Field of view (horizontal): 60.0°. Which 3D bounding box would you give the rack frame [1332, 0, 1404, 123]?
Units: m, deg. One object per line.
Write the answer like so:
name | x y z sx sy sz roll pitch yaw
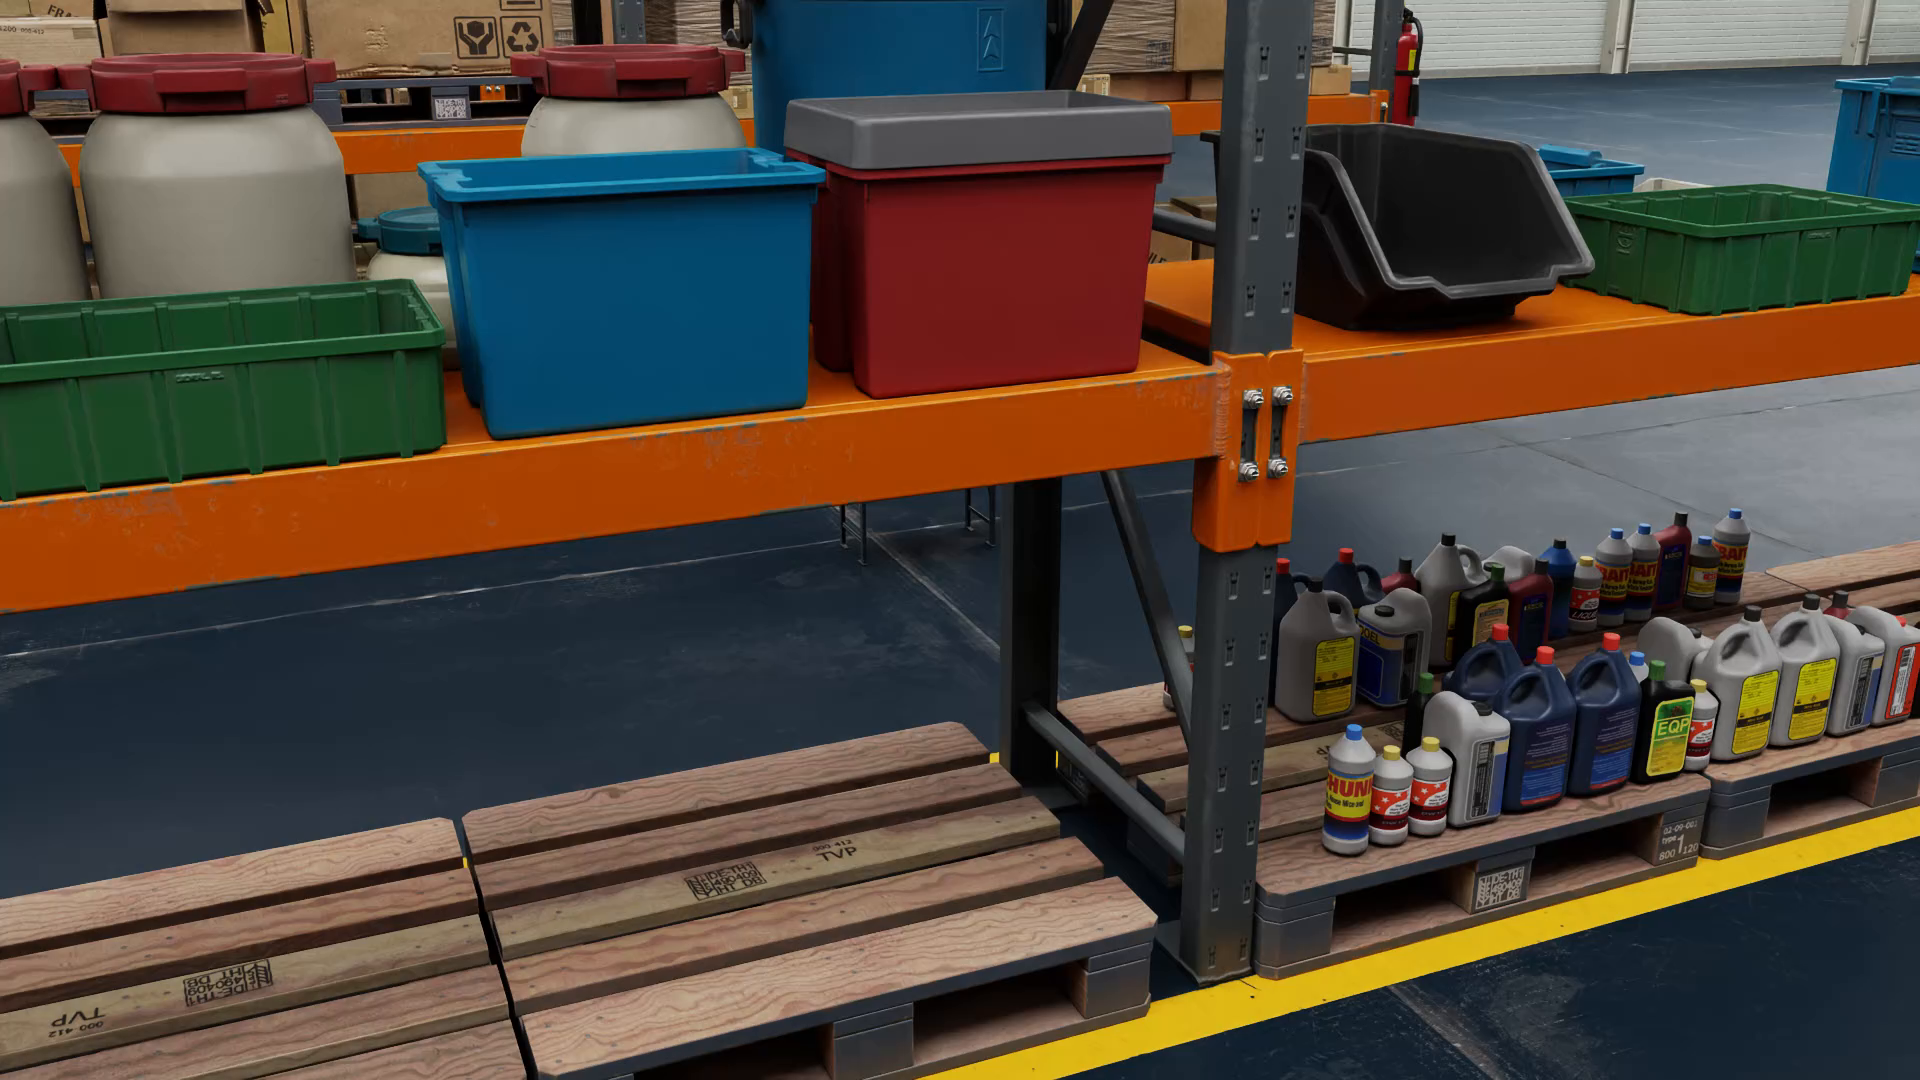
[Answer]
rack frame | 2.061 -2.692 9.152 0.127 3.000 1.000 -8 21 -22

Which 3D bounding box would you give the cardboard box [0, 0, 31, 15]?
cardboard box | -6.171 -3.257 10.606 0.500 0.500 0.500 -8 21 -22

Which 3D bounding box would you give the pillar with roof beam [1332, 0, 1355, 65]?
pillar with roof beam | 7.894 -10.506 22.311 0.400 9.000 9.100 -8 21 -22

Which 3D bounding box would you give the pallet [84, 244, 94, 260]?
pallet | -6.402 -1.931 11.189 1.213 0.211 1.003 -8 21 -22

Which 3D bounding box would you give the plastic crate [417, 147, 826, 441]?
plastic crate | -0.539 -0.408 2.689 0.575 0.384 0.392 -8 21 -22

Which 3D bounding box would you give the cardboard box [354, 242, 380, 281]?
cardboard box | -2.629 -1.063 7.627 0.500 0.500 0.700 -8 21 -22

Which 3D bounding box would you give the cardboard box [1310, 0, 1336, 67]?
cardboard box | 1.546 -2.816 8.904 0.500 0.500 0.875 -8 21 -22

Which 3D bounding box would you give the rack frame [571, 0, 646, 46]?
rack frame | -1.611 -2.166 7.657 0.127 3.000 1.000 -8 21 -22

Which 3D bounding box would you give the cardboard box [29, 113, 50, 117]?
cardboard box | -8.687 -3.692 15.315 0.625 0.372 0.950 -10 22 -26

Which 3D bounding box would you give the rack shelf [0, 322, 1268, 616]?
rack shelf | -1.486 -0.053 2.740 4.000 0.370 1.077 -8 21 -22

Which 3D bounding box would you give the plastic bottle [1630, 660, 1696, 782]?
plastic bottle | 1.597 0.405 3.784 0.133 0.283 0.061 -7 21 -20

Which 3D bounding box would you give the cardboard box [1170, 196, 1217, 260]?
cardboard box | 1.481 -1.634 9.278 0.500 0.500 0.500 -4 20 -12

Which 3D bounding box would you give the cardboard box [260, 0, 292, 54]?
cardboard box | -4.784 -3.456 11.170 0.500 0.500 0.500 -8 21 -21

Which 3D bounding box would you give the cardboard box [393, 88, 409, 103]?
cardboard box | -4.804 -3.827 14.999 0.500 0.500 0.500 -8 21 -22

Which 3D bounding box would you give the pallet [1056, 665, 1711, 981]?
pallet | 0.984 0.584 4.045 1.213 0.211 1.003 -8 21 -22

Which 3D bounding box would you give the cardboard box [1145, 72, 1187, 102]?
cardboard box | 0.961 -2.344 8.540 0.250 0.149 0.380 -8 21 -22

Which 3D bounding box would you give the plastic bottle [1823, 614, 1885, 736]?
plastic bottle | 2.141 0.314 4.053 0.135 0.276 0.152 -9 21 -23

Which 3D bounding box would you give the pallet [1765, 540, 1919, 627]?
pallet | 3.224 0.263 4.957 1.213 0.211 1.003 -8 21 -22

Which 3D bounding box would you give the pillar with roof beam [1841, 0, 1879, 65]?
pillar with roof beam | 18.912 -12.085 26.795 0.400 9.000 9.100 -8 21 -22

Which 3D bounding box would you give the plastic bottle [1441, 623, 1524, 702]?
plastic bottle | 1.199 0.363 3.801 0.185 0.351 0.144 -8 21 -22

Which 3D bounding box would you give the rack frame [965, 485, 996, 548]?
rack frame | 0.072 -0.576 5.852 0.015 1.200 0.240 -8 21 -22

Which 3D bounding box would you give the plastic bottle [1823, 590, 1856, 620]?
plastic bottle | 2.226 0.260 4.196 0.133 0.283 0.061 -8 21 -22

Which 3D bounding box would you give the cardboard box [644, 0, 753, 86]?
cardboard box | -1.174 -2.394 7.706 0.500 0.500 0.875 -8 21 -22

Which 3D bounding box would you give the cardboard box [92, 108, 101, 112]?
cardboard box | -10.004 -5.419 19.840 0.625 0.625 0.875 -7 21 -20

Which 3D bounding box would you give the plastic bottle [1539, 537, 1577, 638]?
plastic bottle | 1.642 0.126 4.593 0.097 0.271 0.097 0 19 0

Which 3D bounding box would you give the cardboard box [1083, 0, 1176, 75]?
cardboard box | 0.658 -2.661 8.464 0.500 0.500 0.875 -8 21 -22

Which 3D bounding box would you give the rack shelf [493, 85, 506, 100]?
rack shelf | -1.647 -3.616 12.857 4.000 0.370 1.077 -8 21 -22

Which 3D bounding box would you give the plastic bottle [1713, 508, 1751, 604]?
plastic bottle | 2.235 0.041 4.835 0.097 0.271 0.097 0 19 0

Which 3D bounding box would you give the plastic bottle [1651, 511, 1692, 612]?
plastic bottle | 2.020 0.060 4.764 0.133 0.283 0.061 -8 21 -21

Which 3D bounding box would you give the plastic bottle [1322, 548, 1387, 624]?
plastic bottle | 1.004 0.188 4.296 0.185 0.351 0.144 -9 21 -25

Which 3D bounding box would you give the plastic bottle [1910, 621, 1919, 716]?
plastic bottle | 2.411 0.288 4.115 0.133 0.283 0.061 -8 21 -21

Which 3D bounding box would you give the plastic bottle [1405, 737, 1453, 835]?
plastic bottle | 1.003 0.522 3.575 0.097 0.201 0.097 0 19 0

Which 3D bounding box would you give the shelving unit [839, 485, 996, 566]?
shelving unit | -0.152 -0.544 5.761 0.503 1.200 0.258 -8 21 -22

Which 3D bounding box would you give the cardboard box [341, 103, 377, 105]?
cardboard box | -6.017 -4.077 16.409 0.625 0.372 0.950 -8 21 -21

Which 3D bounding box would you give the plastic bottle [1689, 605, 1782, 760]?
plastic bottle | 1.820 0.326 3.906 0.185 0.351 0.144 -8 21 -22

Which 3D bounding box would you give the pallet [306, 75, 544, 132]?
pallet | -2.371 -2.019 7.529 1.213 0.211 1.003 -8 21 -22

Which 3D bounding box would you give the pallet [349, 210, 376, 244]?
pallet | -4.162 -2.252 12.100 1.213 0.211 1.003 -8 21 -22

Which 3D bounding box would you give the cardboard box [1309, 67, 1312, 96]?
cardboard box | 1.652 -2.441 8.815 0.250 0.149 0.380 -8 21 -22

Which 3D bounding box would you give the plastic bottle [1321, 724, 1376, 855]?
plastic bottle | 0.817 0.516 3.487 0.097 0.271 0.097 0 19 0

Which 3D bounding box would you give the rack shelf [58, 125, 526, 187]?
rack shelf | -3.448 -1.564 7.029 4.000 0.370 1.077 -8 21 -22

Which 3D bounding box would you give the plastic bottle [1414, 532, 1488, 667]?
plastic bottle | 1.300 0.146 4.417 0.185 0.351 0.144 -8 21 -22

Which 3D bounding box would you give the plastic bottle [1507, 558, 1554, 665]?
plastic bottle | 1.494 0.190 4.393 0.133 0.283 0.061 -8 21 -22

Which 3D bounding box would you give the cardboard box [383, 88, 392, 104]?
cardboard box | -6.931 -5.565 20.819 0.500 0.250 0.500 -8 21 -21

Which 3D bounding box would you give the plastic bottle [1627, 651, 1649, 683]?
plastic bottle | 1.550 0.389 3.848 0.097 0.271 0.097 0 19 0

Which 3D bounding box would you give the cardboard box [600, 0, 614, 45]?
cardboard box | -2.653 -3.894 12.339 0.550 0.550 0.875 -8 21 -22

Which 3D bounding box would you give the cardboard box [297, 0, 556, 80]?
cardboard box | -2.396 -2.585 7.312 1.000 1.000 1.000 -8 21 -22

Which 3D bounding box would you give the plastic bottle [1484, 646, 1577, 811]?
plastic bottle | 1.256 0.407 3.677 0.185 0.351 0.144 -8 21 -20

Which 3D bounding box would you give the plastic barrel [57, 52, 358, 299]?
plastic barrel | -1.289 -0.564 2.903 0.433 0.535 0.433 0 19 0

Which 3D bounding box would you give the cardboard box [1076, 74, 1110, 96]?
cardboard box | 0.546 -2.244 8.257 0.250 0.149 0.380 -8 21 -22

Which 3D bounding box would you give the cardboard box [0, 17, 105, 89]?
cardboard box | -3.654 -1.917 6.545 0.500 0.250 0.500 -9 21 -23

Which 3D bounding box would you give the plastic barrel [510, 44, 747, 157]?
plastic barrel | -0.615 -0.661 3.177 0.433 0.535 0.433 0 19 0

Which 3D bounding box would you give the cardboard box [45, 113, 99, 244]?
cardboard box | -5.760 -2.471 11.279 0.750 0.750 1.050 -8 21 -21

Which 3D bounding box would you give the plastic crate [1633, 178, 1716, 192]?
plastic crate | 1.741 -0.822 4.237 0.437 0.136 0.530 -8 21 -22

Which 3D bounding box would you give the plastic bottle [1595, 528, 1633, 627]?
plastic bottle | 1.829 0.099 4.669 0.097 0.271 0.097 0 19 0

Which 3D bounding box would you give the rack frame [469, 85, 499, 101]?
rack frame | -3.483 -3.692 11.991 0.127 3.000 1.000 -8 21 -22

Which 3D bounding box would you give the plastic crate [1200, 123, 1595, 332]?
plastic crate | 0.882 -0.656 3.463 0.504 0.338 0.767 -8 21 -22

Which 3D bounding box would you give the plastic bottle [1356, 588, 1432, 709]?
plastic bottle | 1.086 0.266 4.190 0.135 0.276 0.152 -8 21 -22

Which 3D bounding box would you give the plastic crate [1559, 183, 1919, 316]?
plastic crate | 1.709 -0.648 3.665 0.662 0.188 0.450 -8 21 -22
